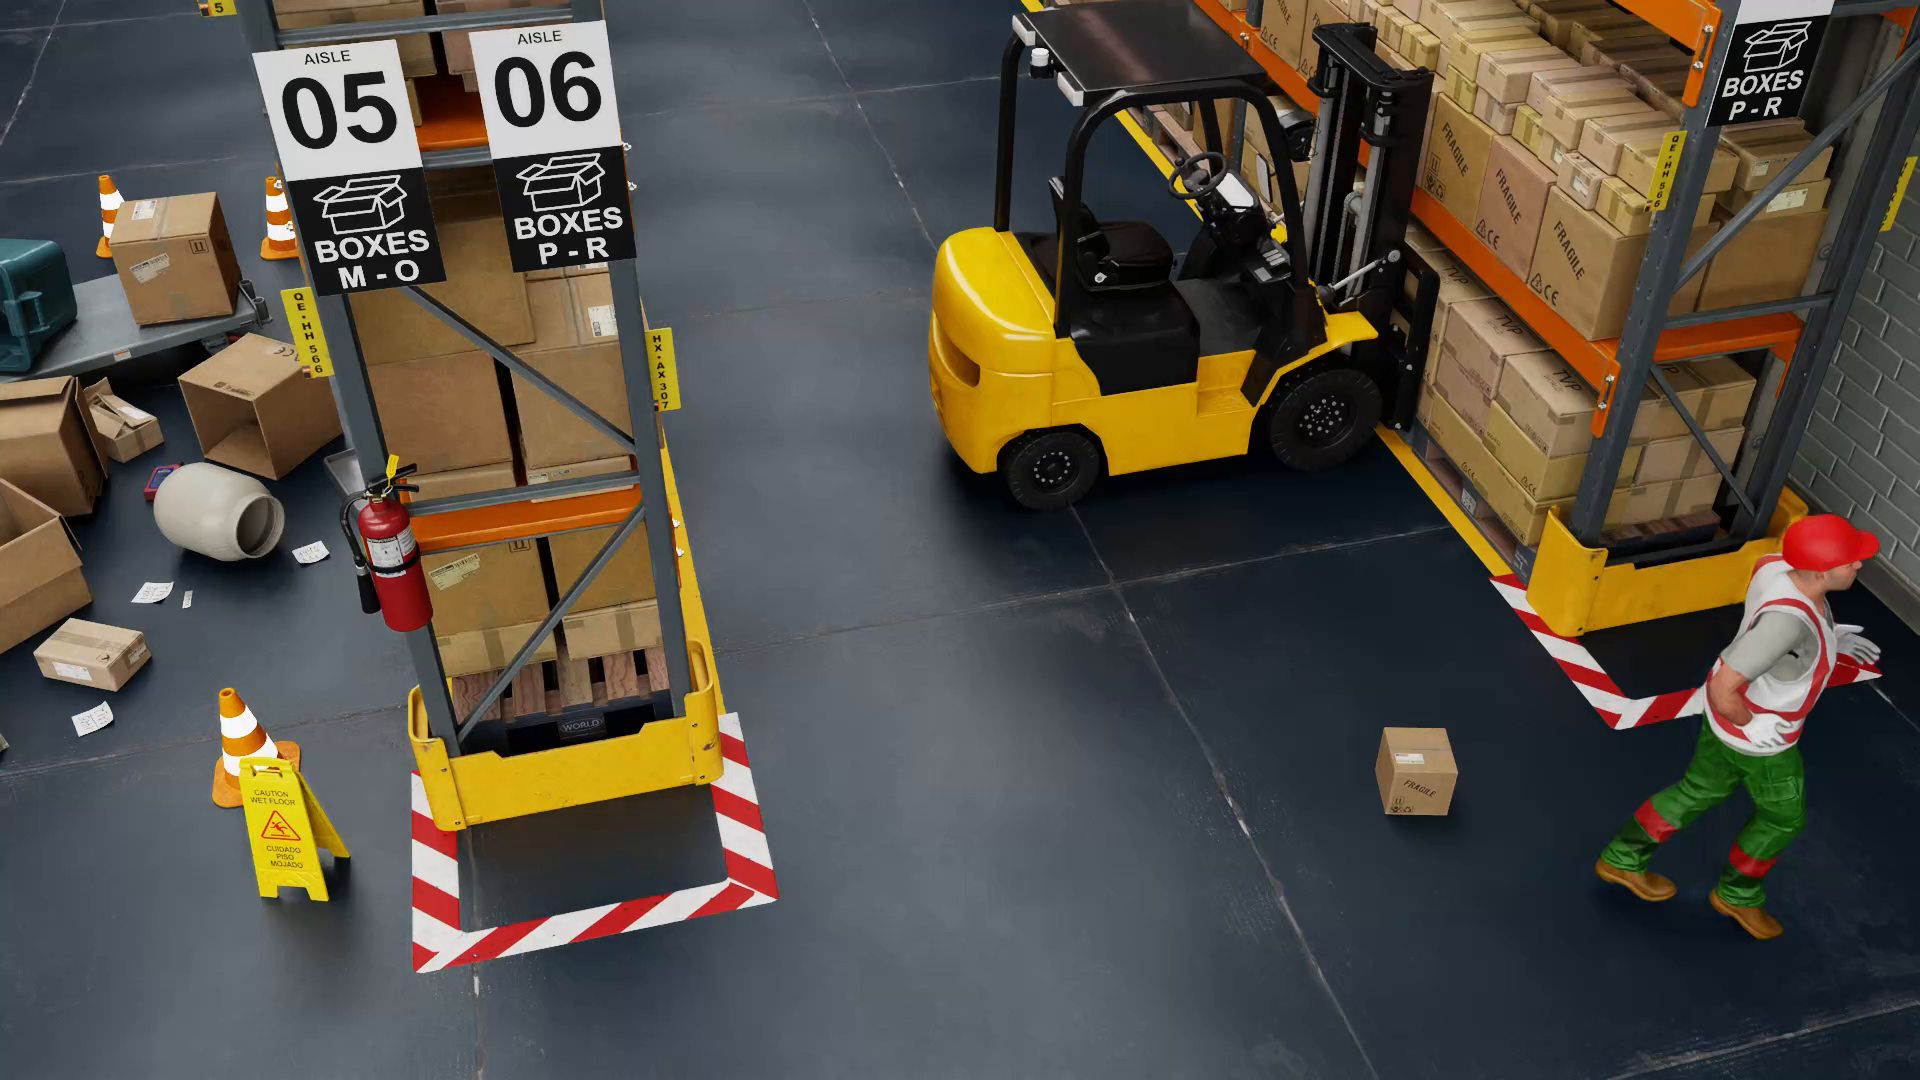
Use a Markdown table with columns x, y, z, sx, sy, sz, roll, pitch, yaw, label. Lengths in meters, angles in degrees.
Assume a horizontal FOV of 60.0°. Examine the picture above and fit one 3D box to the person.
| x | y | z | sx | sy | sz | roll | pitch | yaw | label |
| --- | --- | --- | --- | --- | --- | --- | --- | --- | --- |
| 2.780 | 0.647 | 5.855 | 0.699 | 1.830 | 0.655 | 9 | 39 | 11 | person |
